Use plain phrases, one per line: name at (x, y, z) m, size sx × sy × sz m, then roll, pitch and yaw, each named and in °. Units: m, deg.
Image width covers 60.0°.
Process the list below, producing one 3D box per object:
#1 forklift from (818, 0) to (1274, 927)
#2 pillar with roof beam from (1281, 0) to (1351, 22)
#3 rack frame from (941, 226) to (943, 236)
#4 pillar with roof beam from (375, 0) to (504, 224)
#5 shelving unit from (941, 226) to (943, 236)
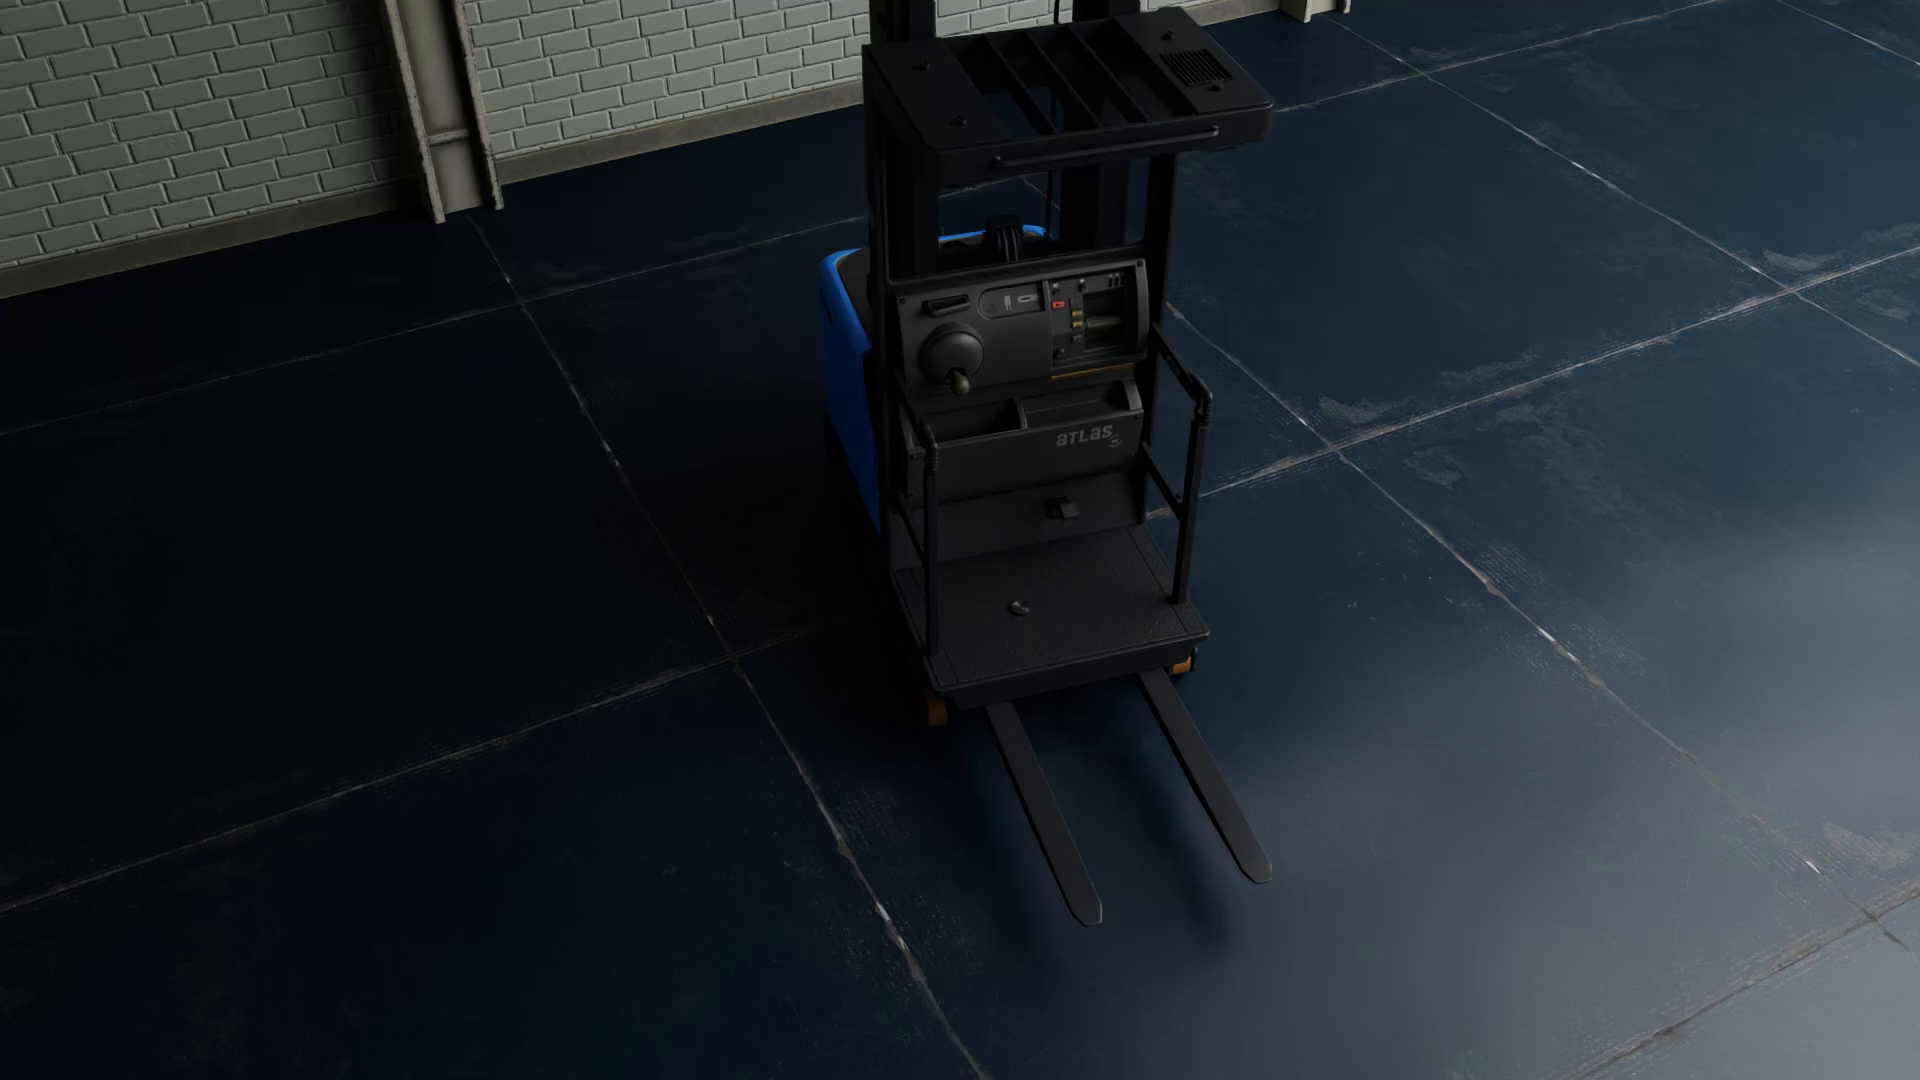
forklift at (0.295, -0.687, 5.793) m, size 1.130 × 2.935 × 3.031 m, roll -11°, pitch 41°, yaw -13°
pillar with roof beam at (4.464, -4.682, 5.816) m, size 0.400 × 9.000 × 9.100 m, roll -19°, pitch 44°, yaw -21°
rack frame at (-0.091, -1.005, 7.741) m, size 0.006 × 0.900 × 0.240 m, roll 4°, pitch 40°, yaw 5°
pillar with roof beam at (-0.857, -2.892, 3.701) m, size 0.400 × 9.000 × 9.100 m, roll -19°, pitch 44°, yaw -21°
shelving unit at (0.010, -0.998, 7.732) m, size 0.210 × 0.900 × 0.258 m, roll 4°, pitch 40°, yaw 5°
